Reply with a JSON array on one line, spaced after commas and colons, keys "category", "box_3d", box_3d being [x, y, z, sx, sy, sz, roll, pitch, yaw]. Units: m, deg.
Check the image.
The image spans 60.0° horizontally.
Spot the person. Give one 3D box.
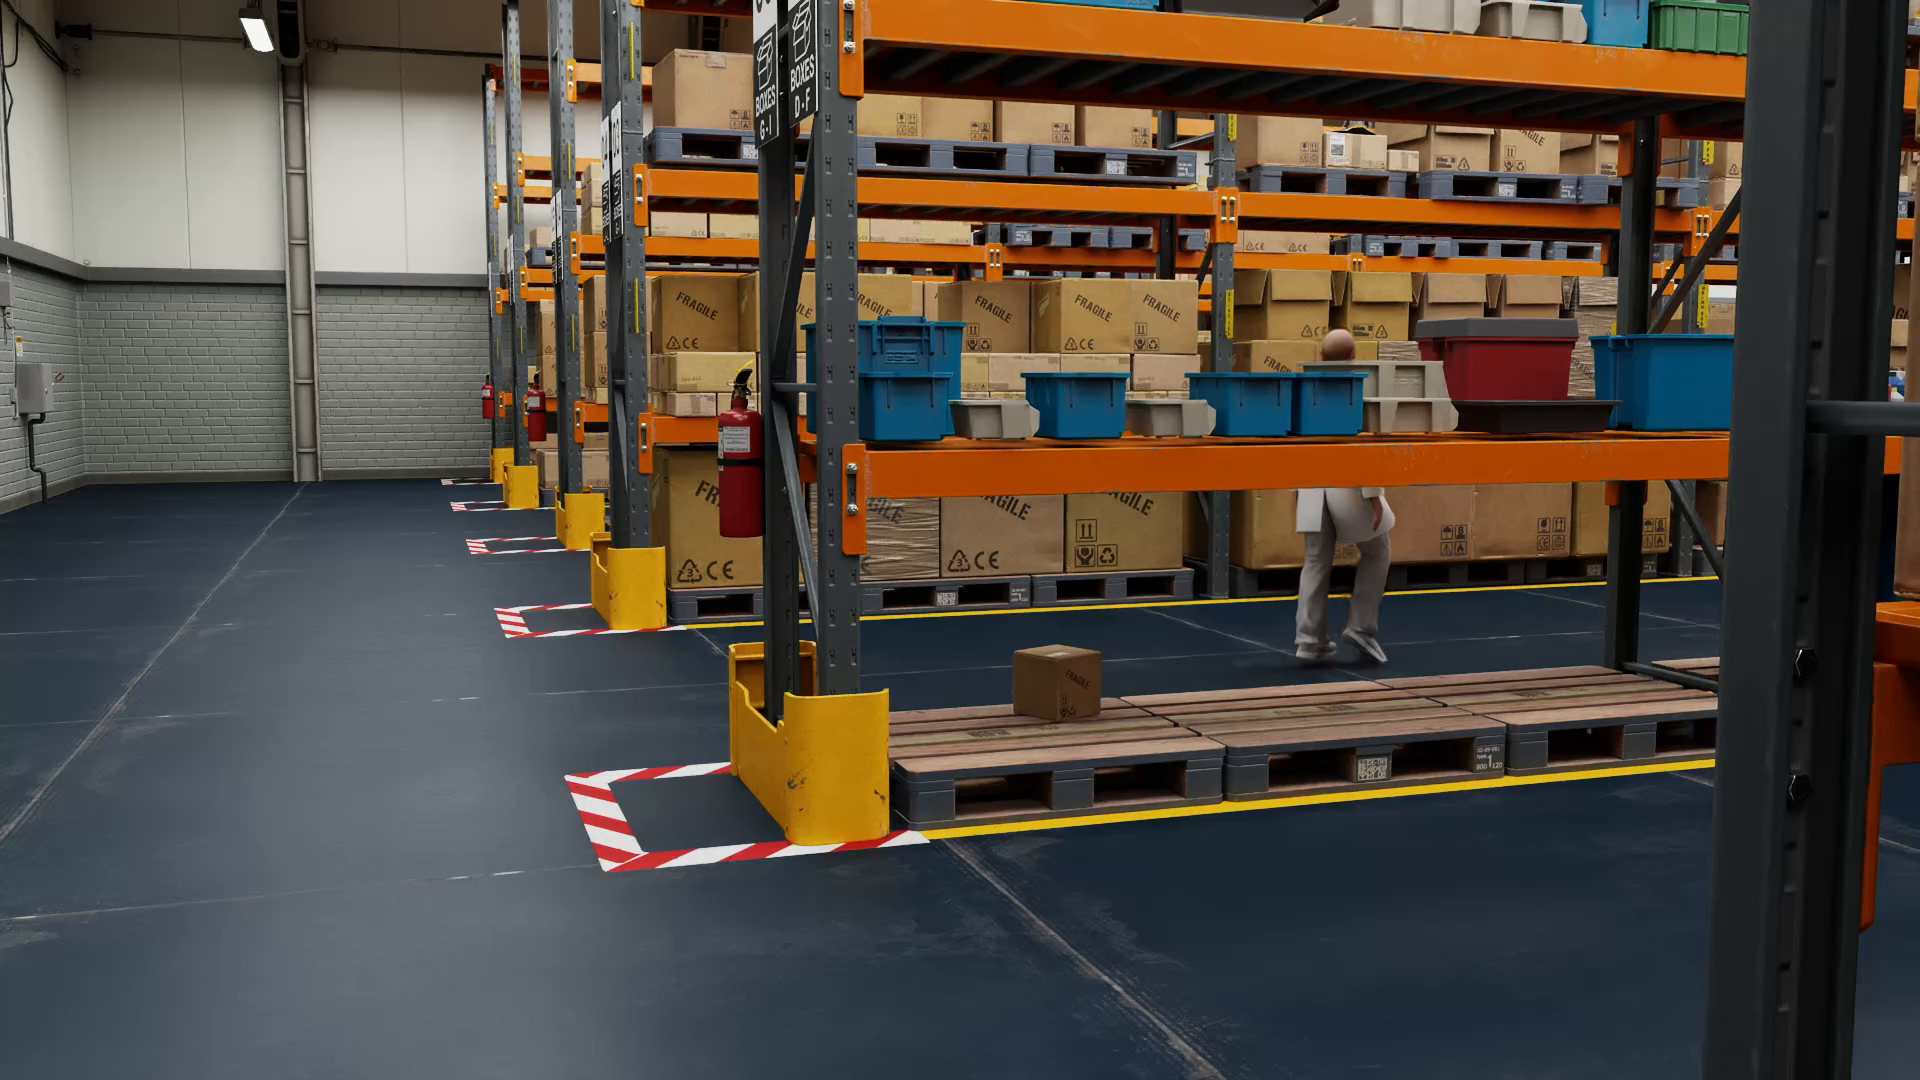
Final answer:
[{"category": "person", "box_3d": [2.031, -0.208, 8.958, 0.627, 1.843, 0.570, 4, 7, 38]}]
